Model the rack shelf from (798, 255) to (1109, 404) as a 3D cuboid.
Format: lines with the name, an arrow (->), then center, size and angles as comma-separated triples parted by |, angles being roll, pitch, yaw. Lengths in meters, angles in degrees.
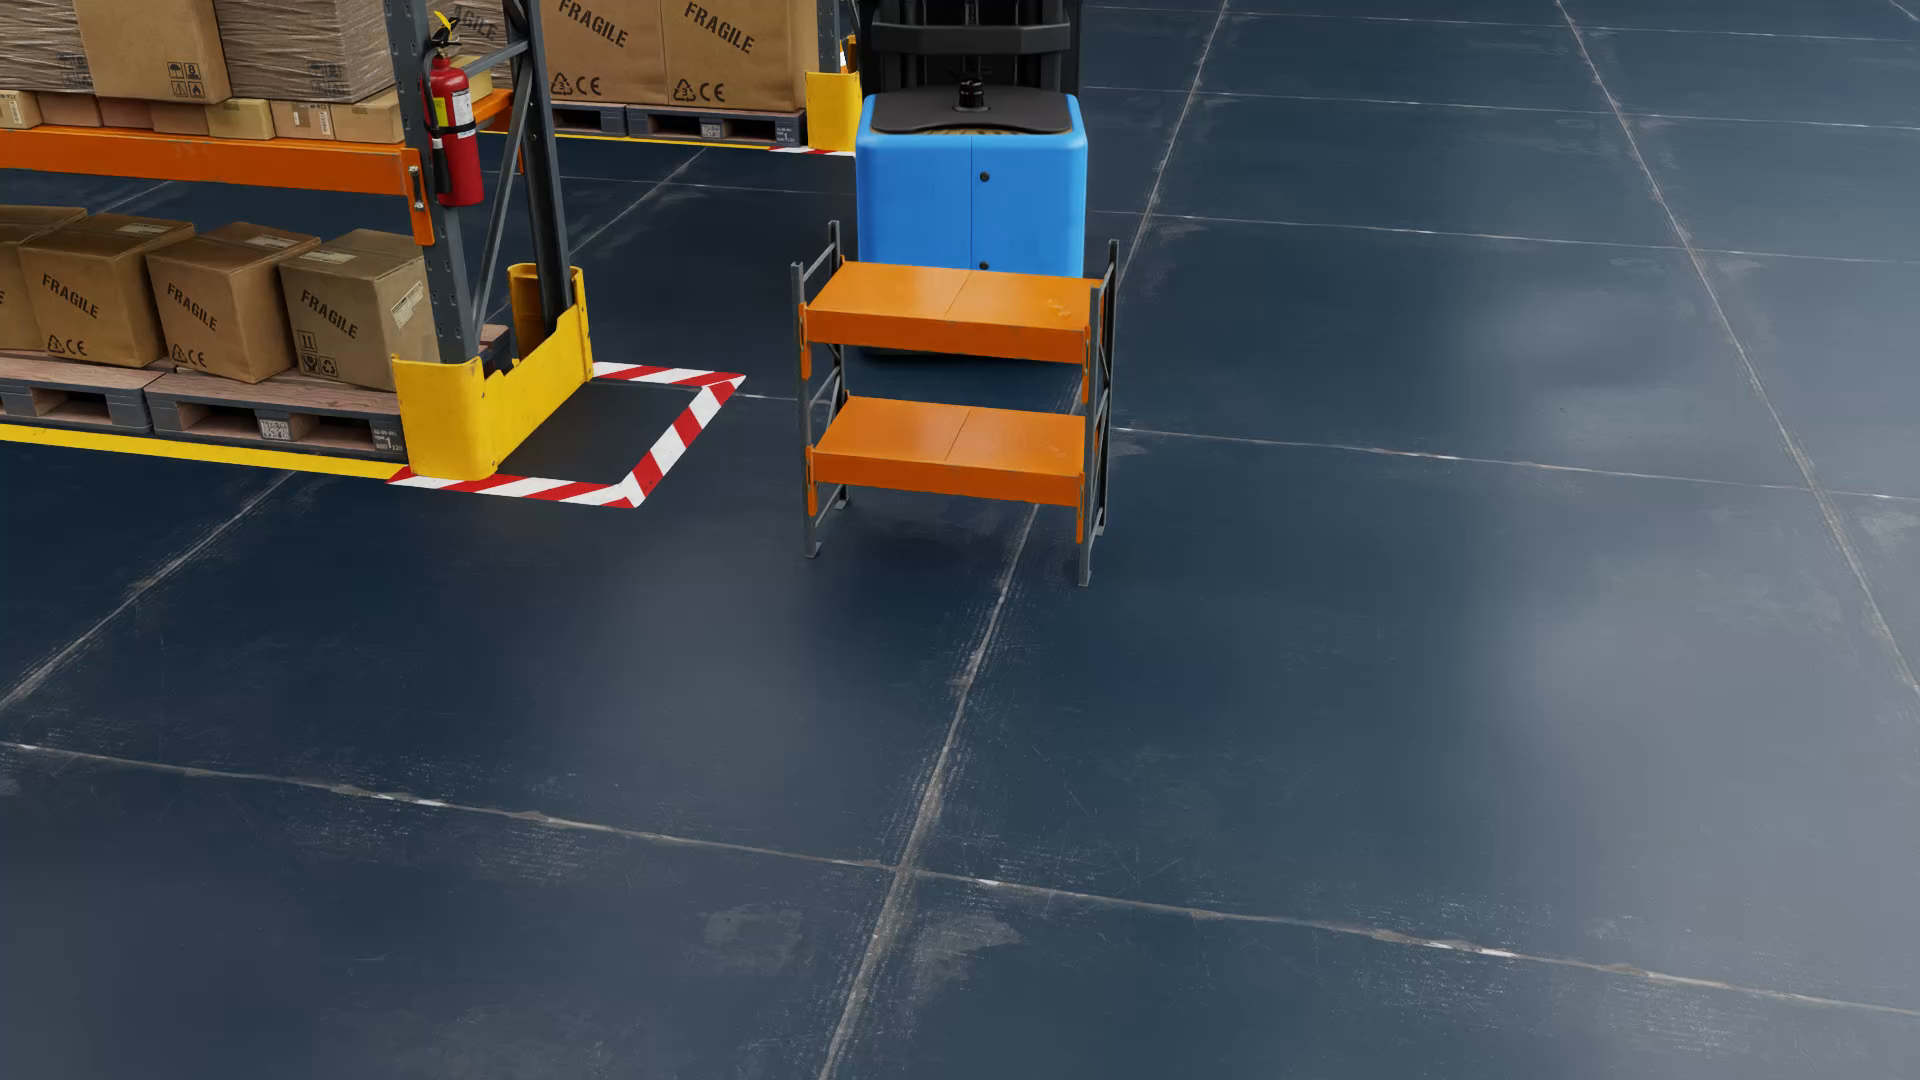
rack shelf -> -0.007, -0.751, 5.841 | 1.000, 0.278, 0.538 | 6, 29, 11

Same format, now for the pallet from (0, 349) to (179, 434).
pallet -> -3.935, -0.836, 7.557 | 1.213, 0.211, 1.003 | 6, 29, 11

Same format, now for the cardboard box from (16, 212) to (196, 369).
cardboard box -> -3.691, -1.103, 7.308 | 0.500, 0.500, 0.500 | 9, 30, 15

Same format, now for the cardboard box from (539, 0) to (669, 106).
cardboard box -> -2.287, -3.525, 11.341 | 0.875, 0.875, 0.875 | 5, 29, 10

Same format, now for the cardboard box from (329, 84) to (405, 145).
cardboard box -> -2.206, -1.651, 6.404 | 0.250, 0.149, 0.380 | 6, 29, 11

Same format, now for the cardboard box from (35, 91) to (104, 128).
cardboard box -> -3.431, -1.769, 6.619 | 0.250, 0.149, 0.380 | 6, 29, 11

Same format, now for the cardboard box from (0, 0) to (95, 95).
cardboard box -> -3.410, -2.136, 6.615 | 0.500, 0.500, 0.875 | 6, 29, 11

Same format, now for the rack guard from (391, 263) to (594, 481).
rack guard -> -1.958, -0.741, 7.083 | 0.348, 0.500, 1.175 | 6, 29, 11

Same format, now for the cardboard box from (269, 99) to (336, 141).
cardboard box -> -2.450, -1.676, 6.450 | 0.250, 0.149, 0.380 | 6, 29, 11

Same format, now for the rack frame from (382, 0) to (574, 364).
rack frame -> -1.884, -1.830, 6.468 | 0.127, 3.000, 1.000 | 6, 29, 11

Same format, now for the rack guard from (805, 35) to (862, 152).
rack guard -> -0.726, -3.050, 11.301 | 0.348, 0.500, 1.175 | 6, 29, 11

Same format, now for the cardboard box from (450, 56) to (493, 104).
cardboard box -> -2.113, -1.860, 6.785 | 0.250, 0.149, 0.380 | 6, 29, 11

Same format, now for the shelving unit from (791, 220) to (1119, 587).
shelving unit -> -0.007, -0.494, 5.981 | 1.048, 1.125, 0.538 | 6, 29, 11

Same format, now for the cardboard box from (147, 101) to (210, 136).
cardboard box -> -2.946, -1.710, 6.511 | 0.250, 0.149, 0.380 | 6, 29, 11

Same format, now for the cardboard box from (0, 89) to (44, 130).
cardboard box -> -3.694, -1.752, 6.589 | 0.250, 0.149, 0.380 | 6, 29, 11

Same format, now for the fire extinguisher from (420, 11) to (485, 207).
fire extinguisher -> -1.868, -1.568, 6.071 | 0.183, 0.674, 0.296 | 6, 29, 11

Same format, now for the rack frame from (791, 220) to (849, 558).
rack frame -> -0.504, -0.545, 6.074 | 0.032, 1.125, 0.500 | 6, 29, 11

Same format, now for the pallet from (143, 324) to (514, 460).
pallet -> -2.745, -0.712, 7.331 | 1.213, 0.211, 1.003 | 6, 29, 11

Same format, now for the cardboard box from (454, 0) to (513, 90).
cardboard box -> -3.178, -3.618, 11.510 | 0.875, 0.875, 0.875 | 6, 29, 11

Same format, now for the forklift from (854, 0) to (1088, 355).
forklift -> 0.051, -2.801, 8.314 | 1.130, 2.935, 3.031 | 0, 29, 0

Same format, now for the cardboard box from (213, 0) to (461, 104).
cardboard box -> -2.416, -2.072, 6.497 | 0.500, 0.500, 0.875 | 6, 29, 11

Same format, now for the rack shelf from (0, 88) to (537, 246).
rack shelf -> -3.840, -1.715, 7.008 | 4.000, 0.370, 1.077 | 6, 29, 11

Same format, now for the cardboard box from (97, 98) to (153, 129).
cardboard box -> -3.182, -1.754, 6.592 | 0.250, 0.149, 0.380 | 6, 29, 11

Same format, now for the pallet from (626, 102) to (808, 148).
pallet -> -1.547, -2.969, 11.454 | 1.213, 0.211, 1.003 | 6, 29, 11

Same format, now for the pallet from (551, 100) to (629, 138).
pallet -> -2.737, -3.093, 11.679 | 1.213, 0.211, 1.003 | 6, 29, 11

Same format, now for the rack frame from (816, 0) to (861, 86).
rack frame -> -0.749, -4.149, 10.705 | 0.127, 3.000, 1.000 | 6, 29, 11

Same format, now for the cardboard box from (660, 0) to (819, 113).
cardboard box -> -1.426, -3.438, 11.182 | 0.875, 0.875, 0.875 | 6, 29, 11

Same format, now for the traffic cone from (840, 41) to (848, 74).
traffic cone -> -0.972, -3.756, 12.629 | 0.334, 0.463, 0.336 | 6, 29, 11

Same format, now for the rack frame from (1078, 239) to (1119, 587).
rack frame -> 0.491, -0.443, 5.888 | 0.032, 1.125, 0.500 | 6, 29, 11

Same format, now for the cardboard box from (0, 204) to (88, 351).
cardboard box -> -4.227, -1.180, 7.448 | 0.500, 0.500, 0.500 | 3, 29, 6

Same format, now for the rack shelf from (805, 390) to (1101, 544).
rack shelf -> -0.007, -0.280, 6.099 | 1.000, 0.278, 0.538 | 6, 29, 11

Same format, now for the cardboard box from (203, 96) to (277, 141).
cardboard box -> -2.705, -1.677, 6.452 | 0.250, 0.149, 0.380 | 6, 29, 11

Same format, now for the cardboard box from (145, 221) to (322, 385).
cardboard box -> -3.083, -1.032, 7.177 | 0.500, 0.500, 0.500 | 14, 32, 24

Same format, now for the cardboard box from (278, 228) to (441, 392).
cardboard box -> -2.491, -0.988, 7.097 | 0.500, 0.500, 0.500 | 11, 31, 20

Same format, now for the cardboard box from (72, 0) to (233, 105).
cardboard box -> -2.930, -2.066, 6.486 | 0.500, 0.500, 0.875 | 6, 29, 11
